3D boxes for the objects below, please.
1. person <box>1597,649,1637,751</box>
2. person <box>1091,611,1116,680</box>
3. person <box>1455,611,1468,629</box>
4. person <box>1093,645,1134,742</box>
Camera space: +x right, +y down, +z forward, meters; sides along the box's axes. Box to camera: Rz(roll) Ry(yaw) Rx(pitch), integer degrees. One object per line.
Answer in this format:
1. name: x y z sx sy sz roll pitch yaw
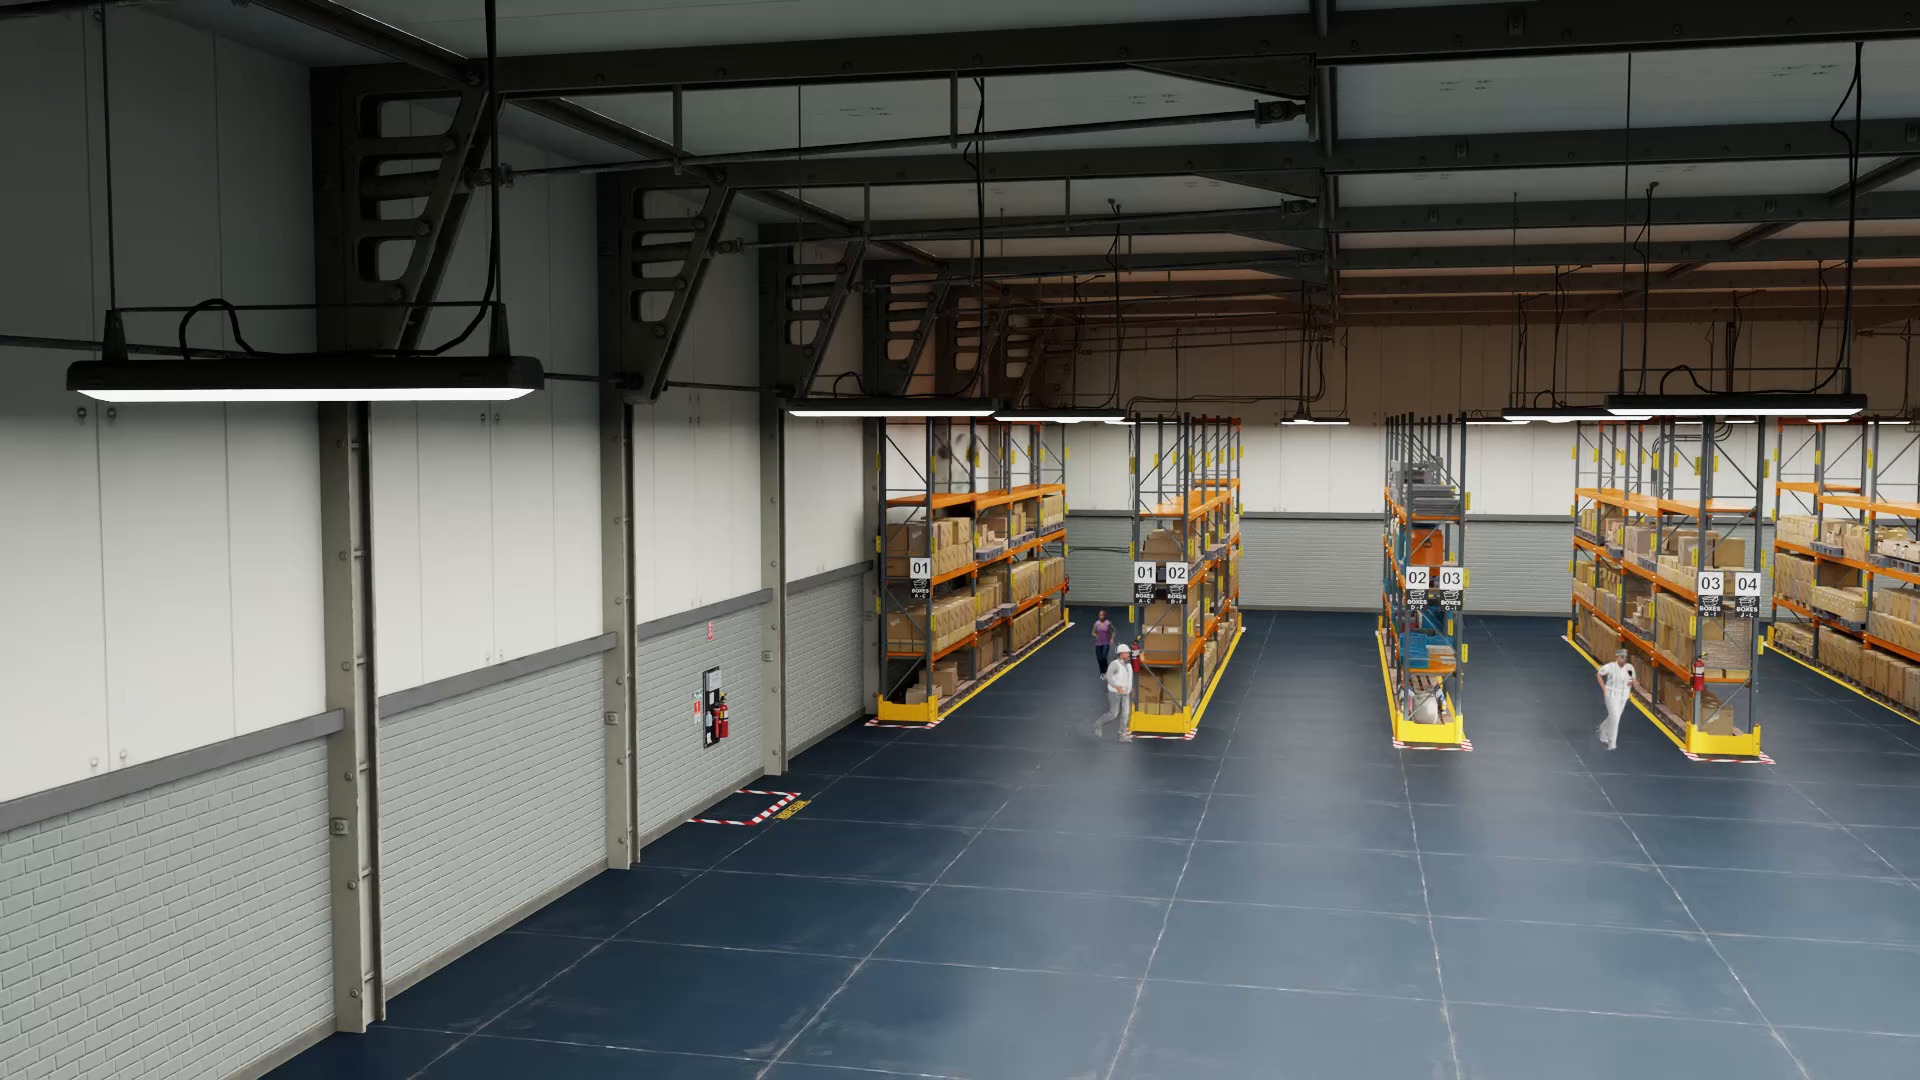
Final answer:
1. person: 11.795 2.833 29.893 0.648 1.825 0.844 -1 4 -11
2. person: 3.223 2.380 37.537 0.511 1.570 0.636 1 4 19
3. person: 14.010 1.679 47.517 1.073 1.732 0.664 2 5 32
4. person: 2.933 2.785 30.415 0.693 1.752 0.838 -4 5 -42
